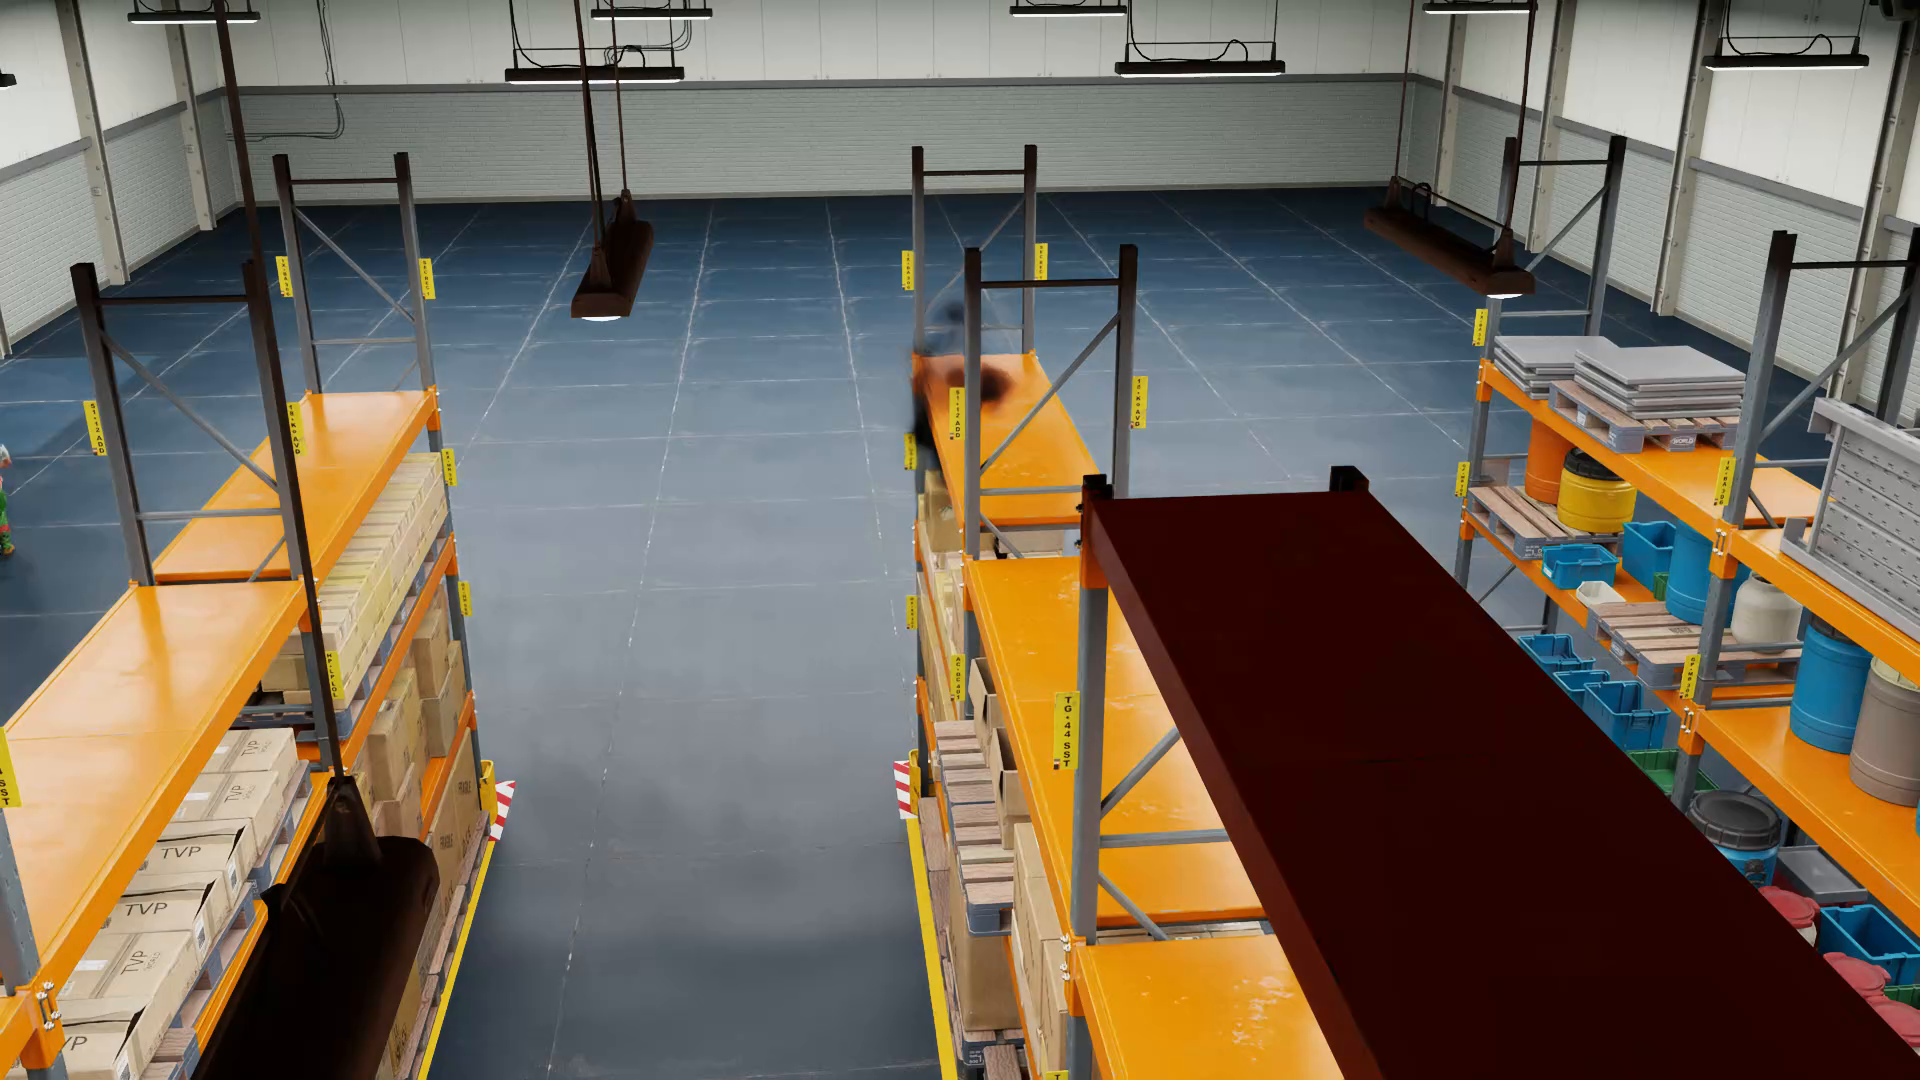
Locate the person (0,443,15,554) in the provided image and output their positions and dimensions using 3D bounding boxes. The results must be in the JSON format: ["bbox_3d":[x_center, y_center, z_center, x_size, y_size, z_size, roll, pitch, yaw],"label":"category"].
[{"bbox_3d":[-12.312,-0.696,20.998,0.671,1.777,0.685,-13,25,-30],"label":"person"}]
